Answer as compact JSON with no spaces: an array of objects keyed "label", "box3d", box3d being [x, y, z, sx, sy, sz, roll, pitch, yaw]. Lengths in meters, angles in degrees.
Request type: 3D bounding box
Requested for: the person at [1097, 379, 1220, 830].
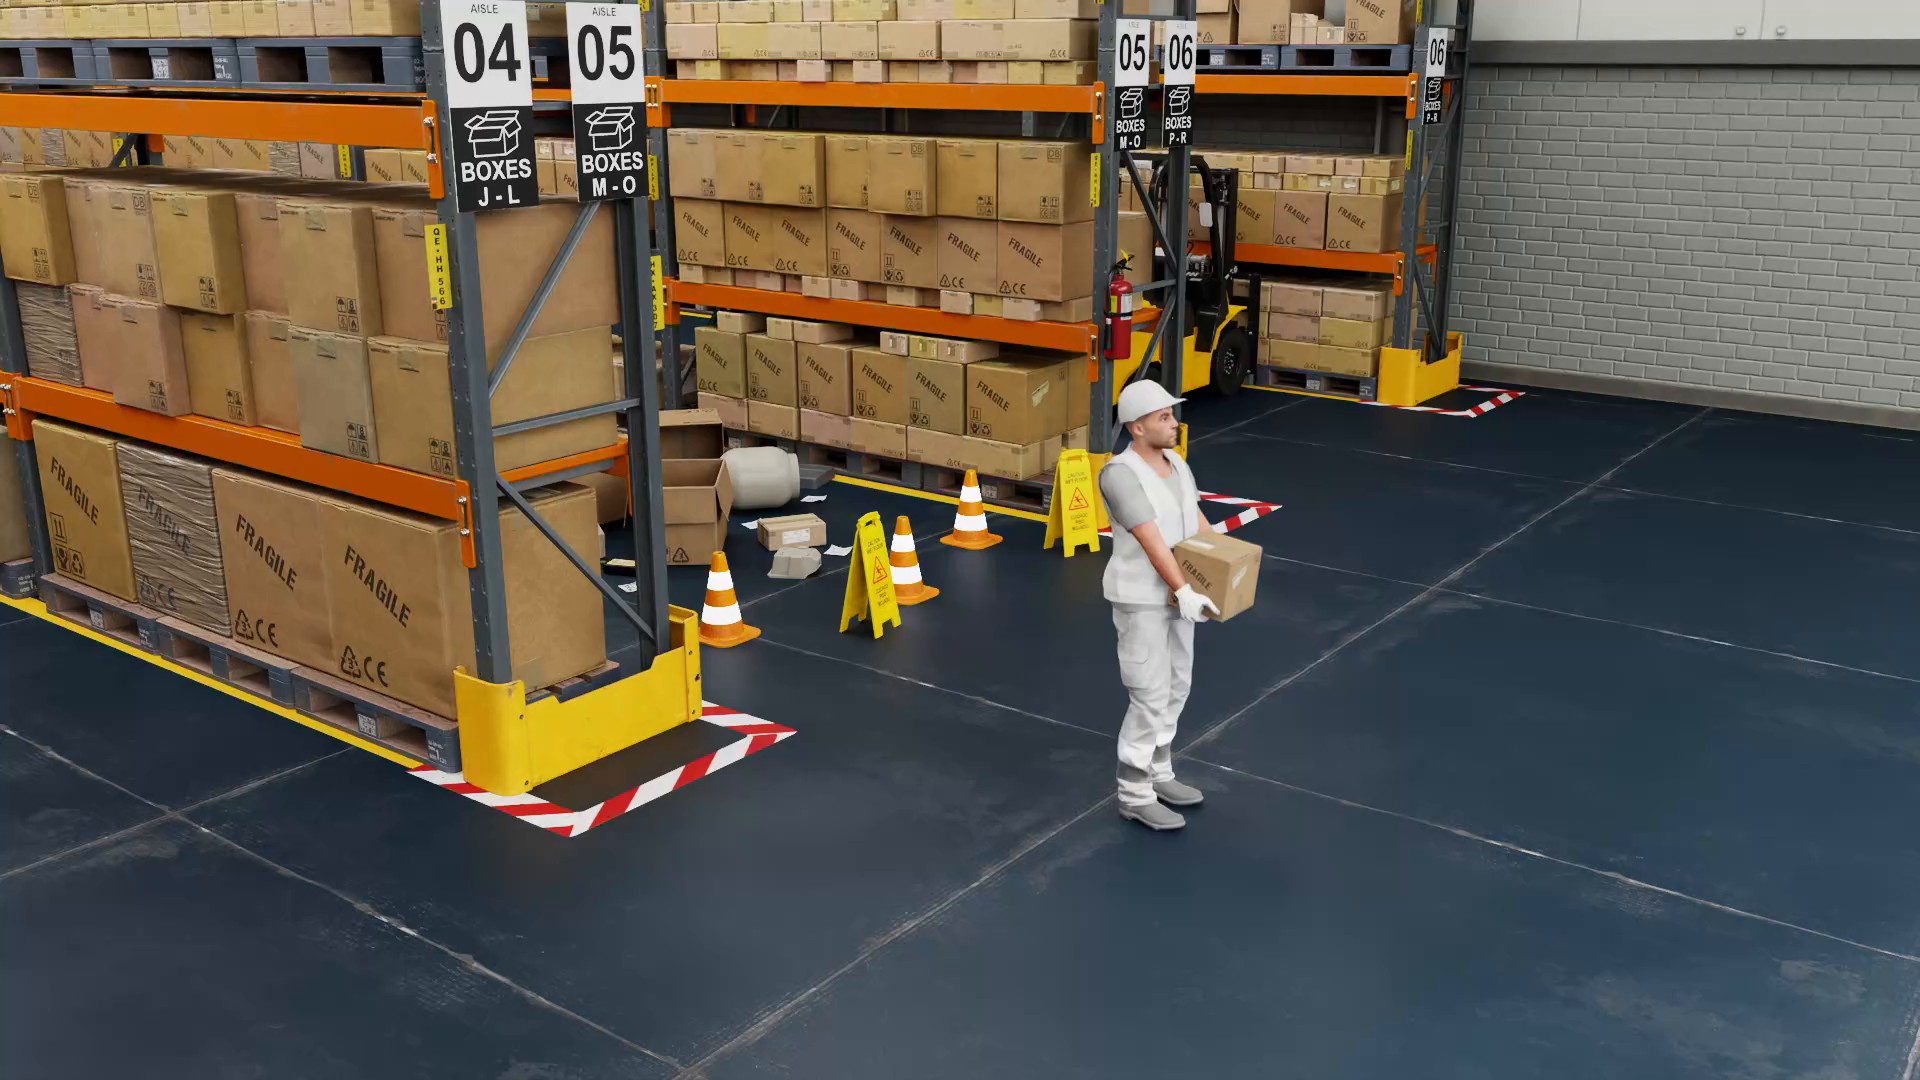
[{"label":"person","box3d":[0.851,0.264,6.609,0.561,1.782,0.493,12,20,36]}]
